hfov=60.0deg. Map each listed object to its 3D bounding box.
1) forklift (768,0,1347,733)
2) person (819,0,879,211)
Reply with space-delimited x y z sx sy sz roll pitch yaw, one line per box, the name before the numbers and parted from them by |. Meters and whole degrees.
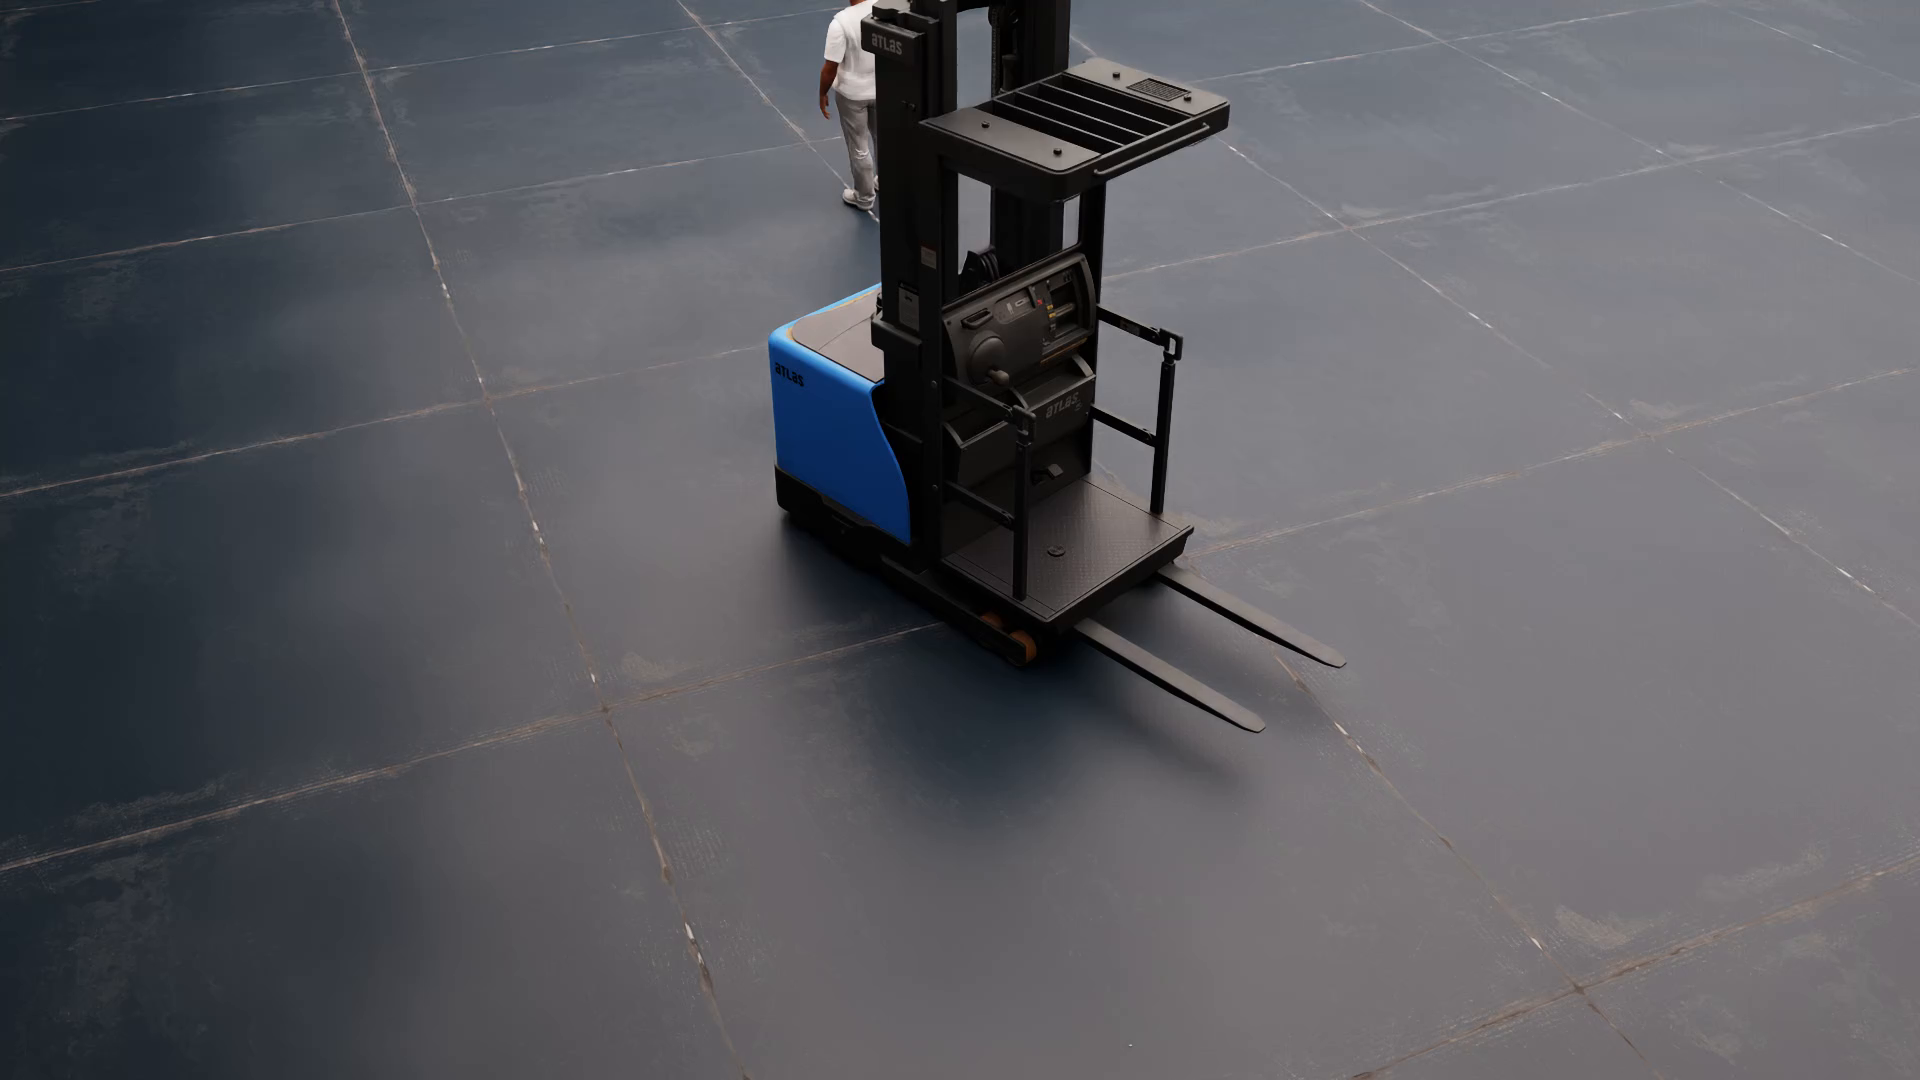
forklift | 0.432 -0.946 7.429 3.031 2.935 1.130 30 45 35
person | -0.700 -3.155 11.527 0.665 1.766 0.577 -18 39 -24
